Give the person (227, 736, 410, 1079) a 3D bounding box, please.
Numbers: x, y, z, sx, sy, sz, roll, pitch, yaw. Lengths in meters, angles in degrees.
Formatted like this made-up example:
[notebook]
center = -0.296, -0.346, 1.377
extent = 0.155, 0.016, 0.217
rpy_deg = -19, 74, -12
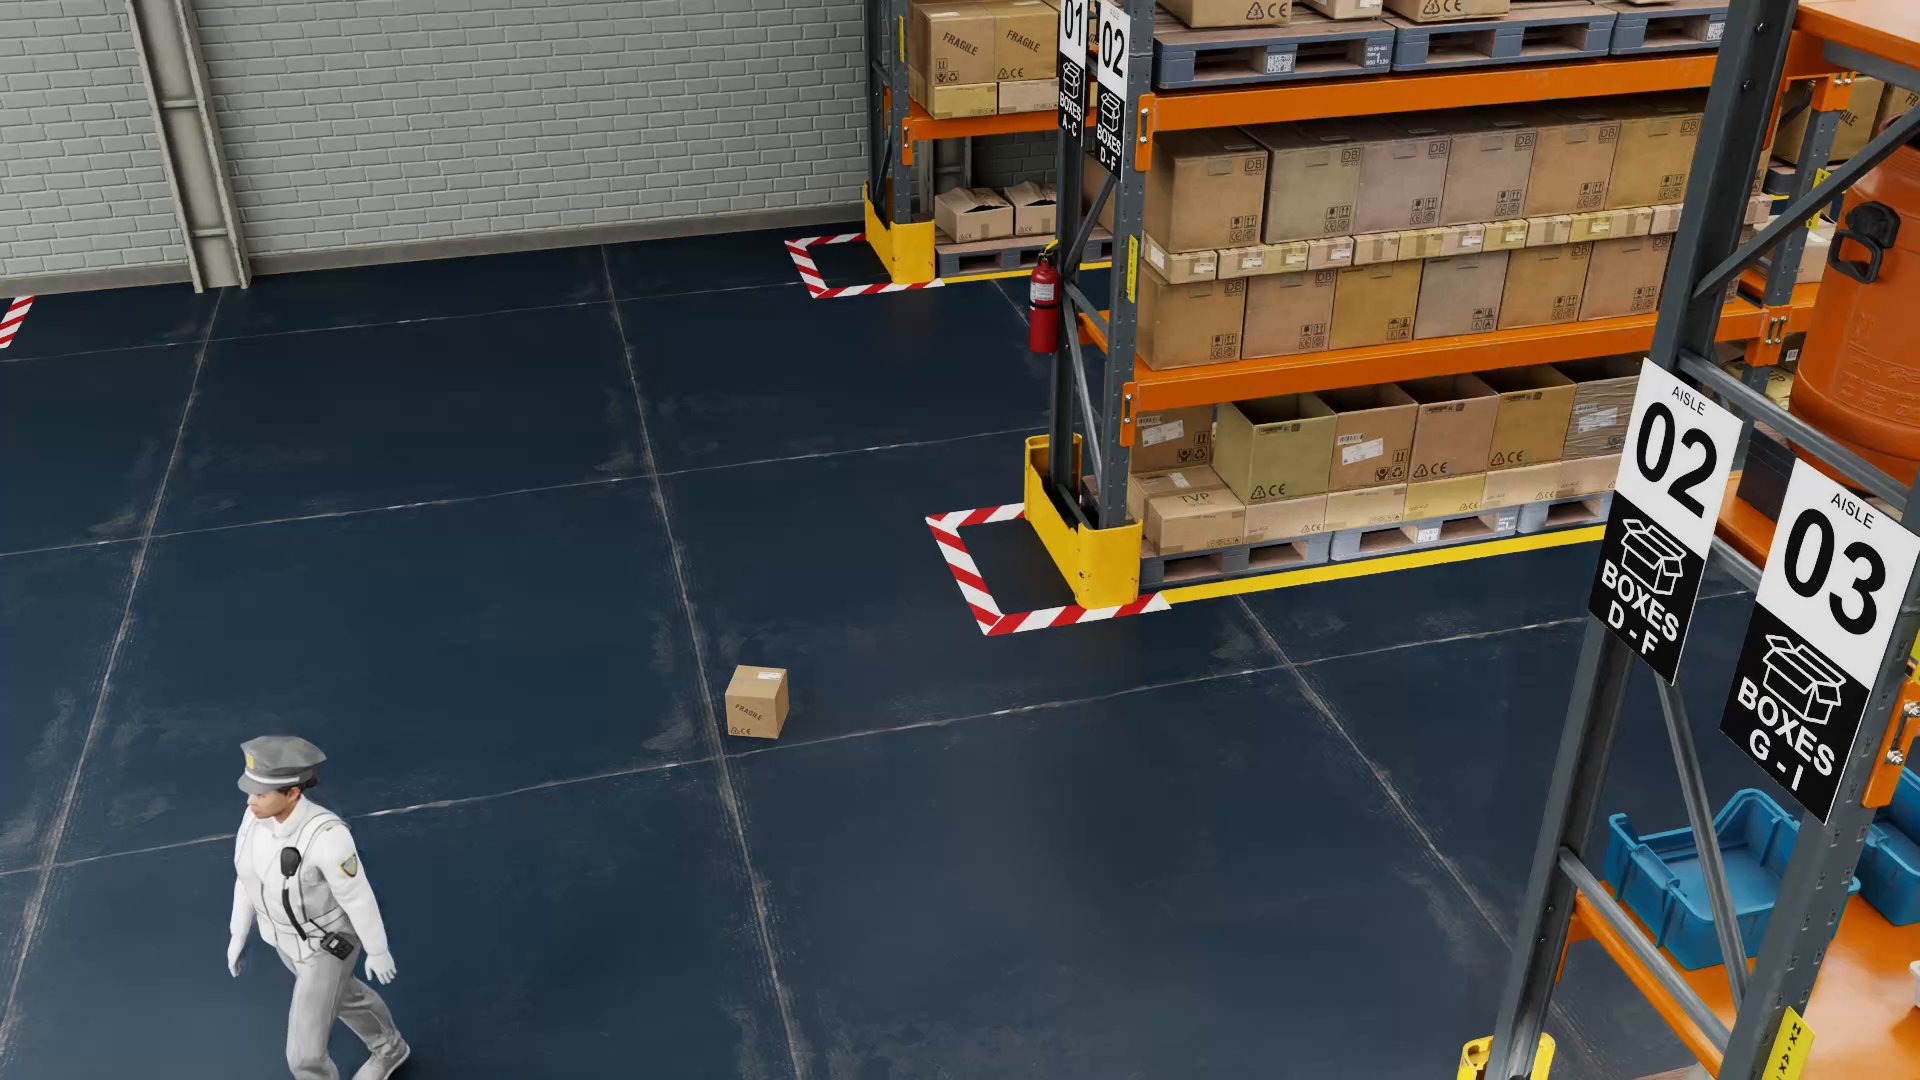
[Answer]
[person]
center = -2.290, 1.438, 5.789
extent = 0.532, 1.737, 0.643
rpy_deg = 19, 35, 29
